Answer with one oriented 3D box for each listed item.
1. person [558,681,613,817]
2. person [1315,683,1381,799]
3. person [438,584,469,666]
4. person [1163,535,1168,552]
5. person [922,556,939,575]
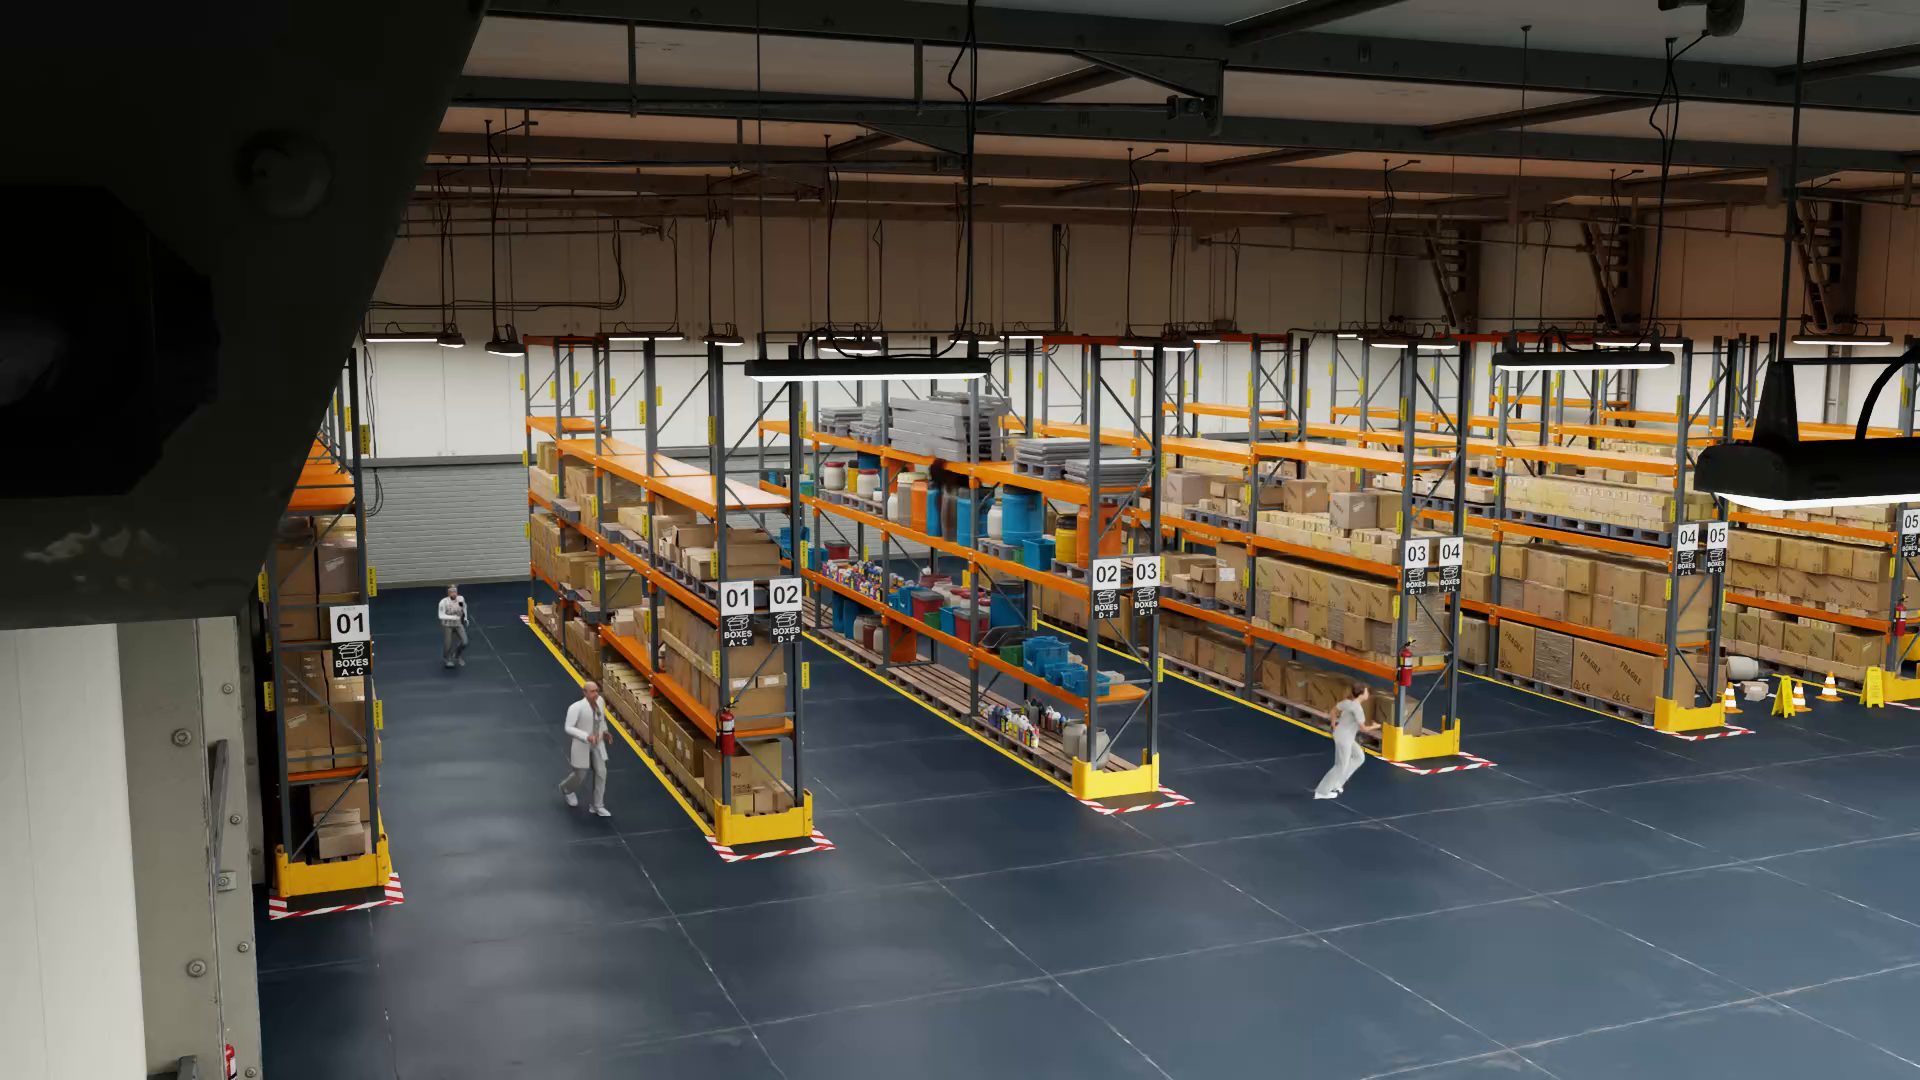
[{"bbox_3d":[-4.836,2.649,21.351,0.962,1.729,0.661,7,11,44],"label":"person"},{"bbox_3d":[5.125,2.639,21.946,0.856,1.561,0.555,0,8,1],"label":"person"},{"bbox_3d":[-9.172,1.543,30.118,0.611,1.578,0.850,-6,9,-36],"label":"person"},{"bbox_3d":[5.051,-0.038,41.468,1.010,1.781,0.765,-3,8,-18],"label":"person"},{"bbox_3d":[-0.602,1.105,33.250,0.525,1.626,0.824,-5,9,-35],"label":"person"}]
